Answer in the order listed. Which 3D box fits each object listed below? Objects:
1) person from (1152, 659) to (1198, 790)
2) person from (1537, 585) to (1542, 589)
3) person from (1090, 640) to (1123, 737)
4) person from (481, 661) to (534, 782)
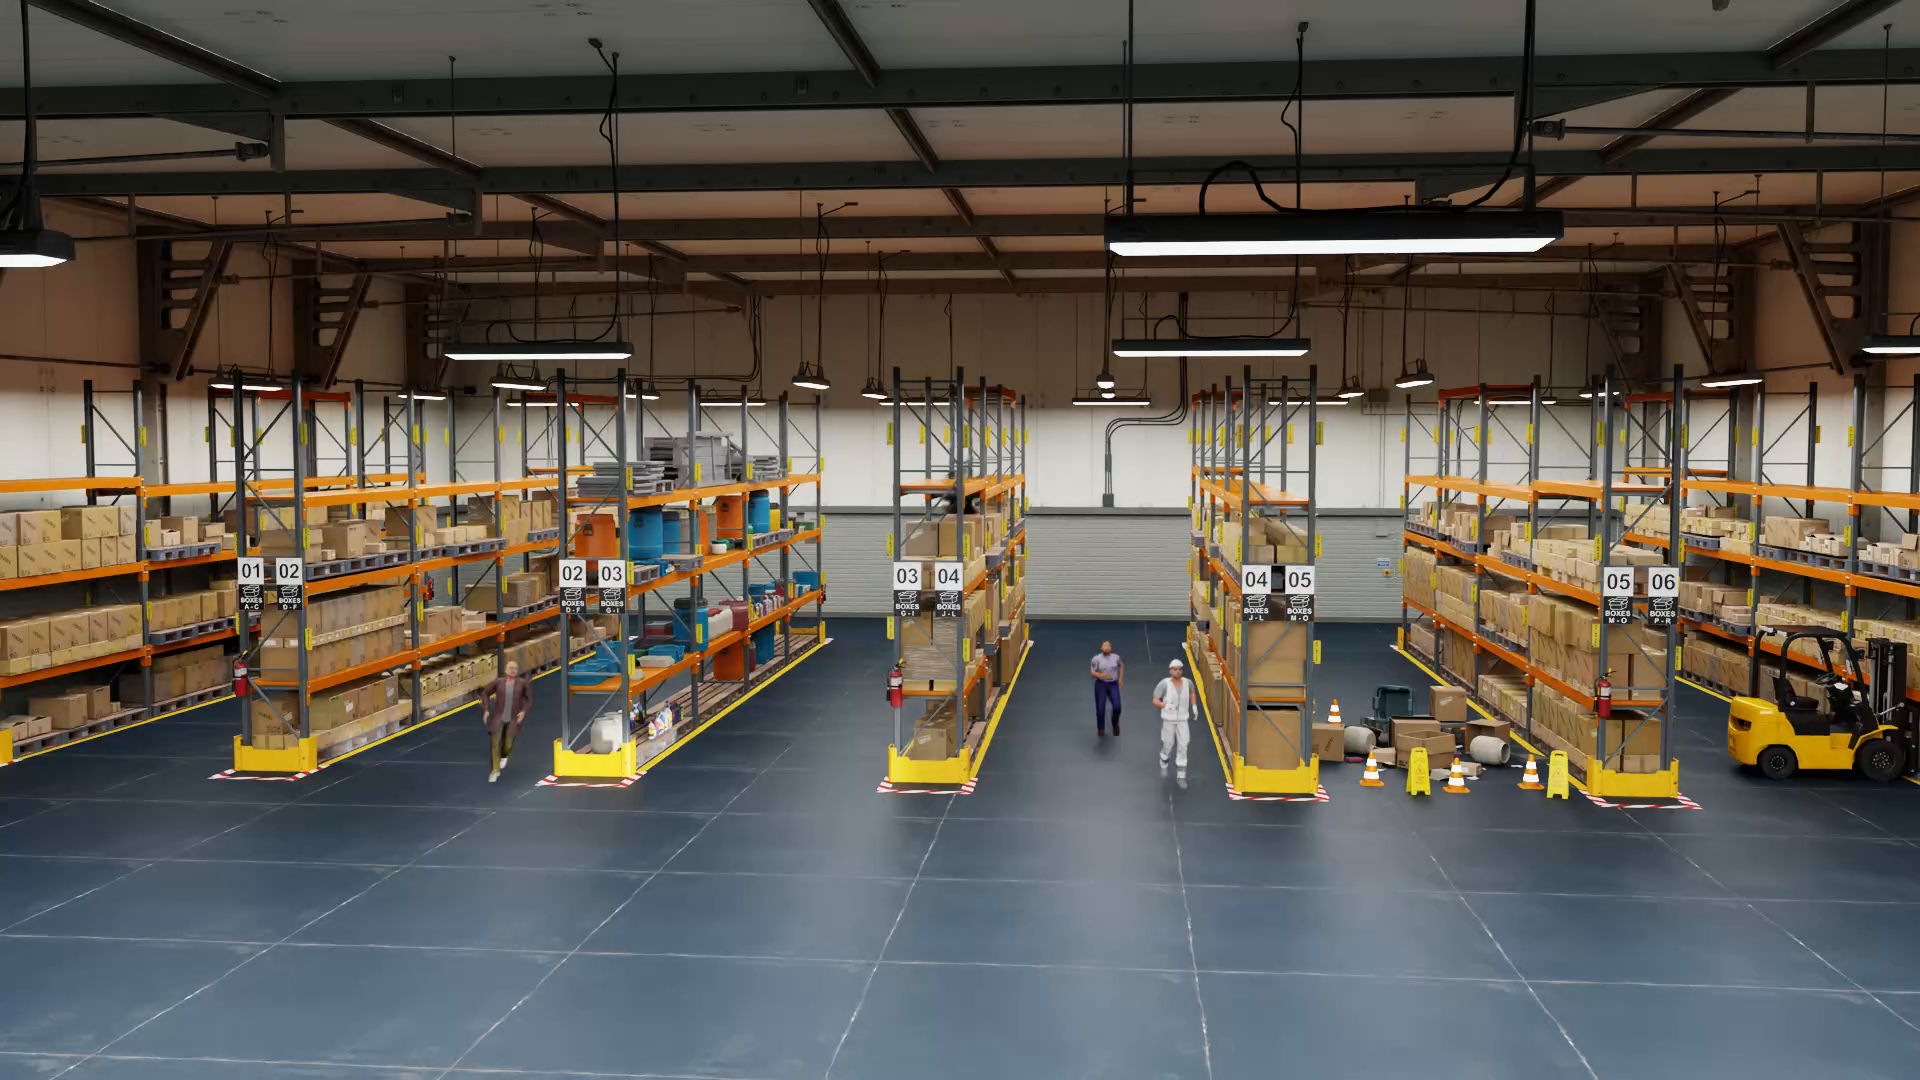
[{"bbox_3d":[3.098,2.614,23.935,0.684,1.819,0.864,0,4,-6],"label":"person"},{"bbox_3d":[12.740,1.832,36.839,0.648,1.713,0.554,0,4,-4],"label":"person"},{"bbox_3d":[2.441,2.470,27.615,0.568,1.623,0.648,0,4,-6],"label":"person"},{"bbox_3d":[-6.650,2.640,24.455,0.764,1.735,0.700,-1,4,-12],"label":"person"}]
